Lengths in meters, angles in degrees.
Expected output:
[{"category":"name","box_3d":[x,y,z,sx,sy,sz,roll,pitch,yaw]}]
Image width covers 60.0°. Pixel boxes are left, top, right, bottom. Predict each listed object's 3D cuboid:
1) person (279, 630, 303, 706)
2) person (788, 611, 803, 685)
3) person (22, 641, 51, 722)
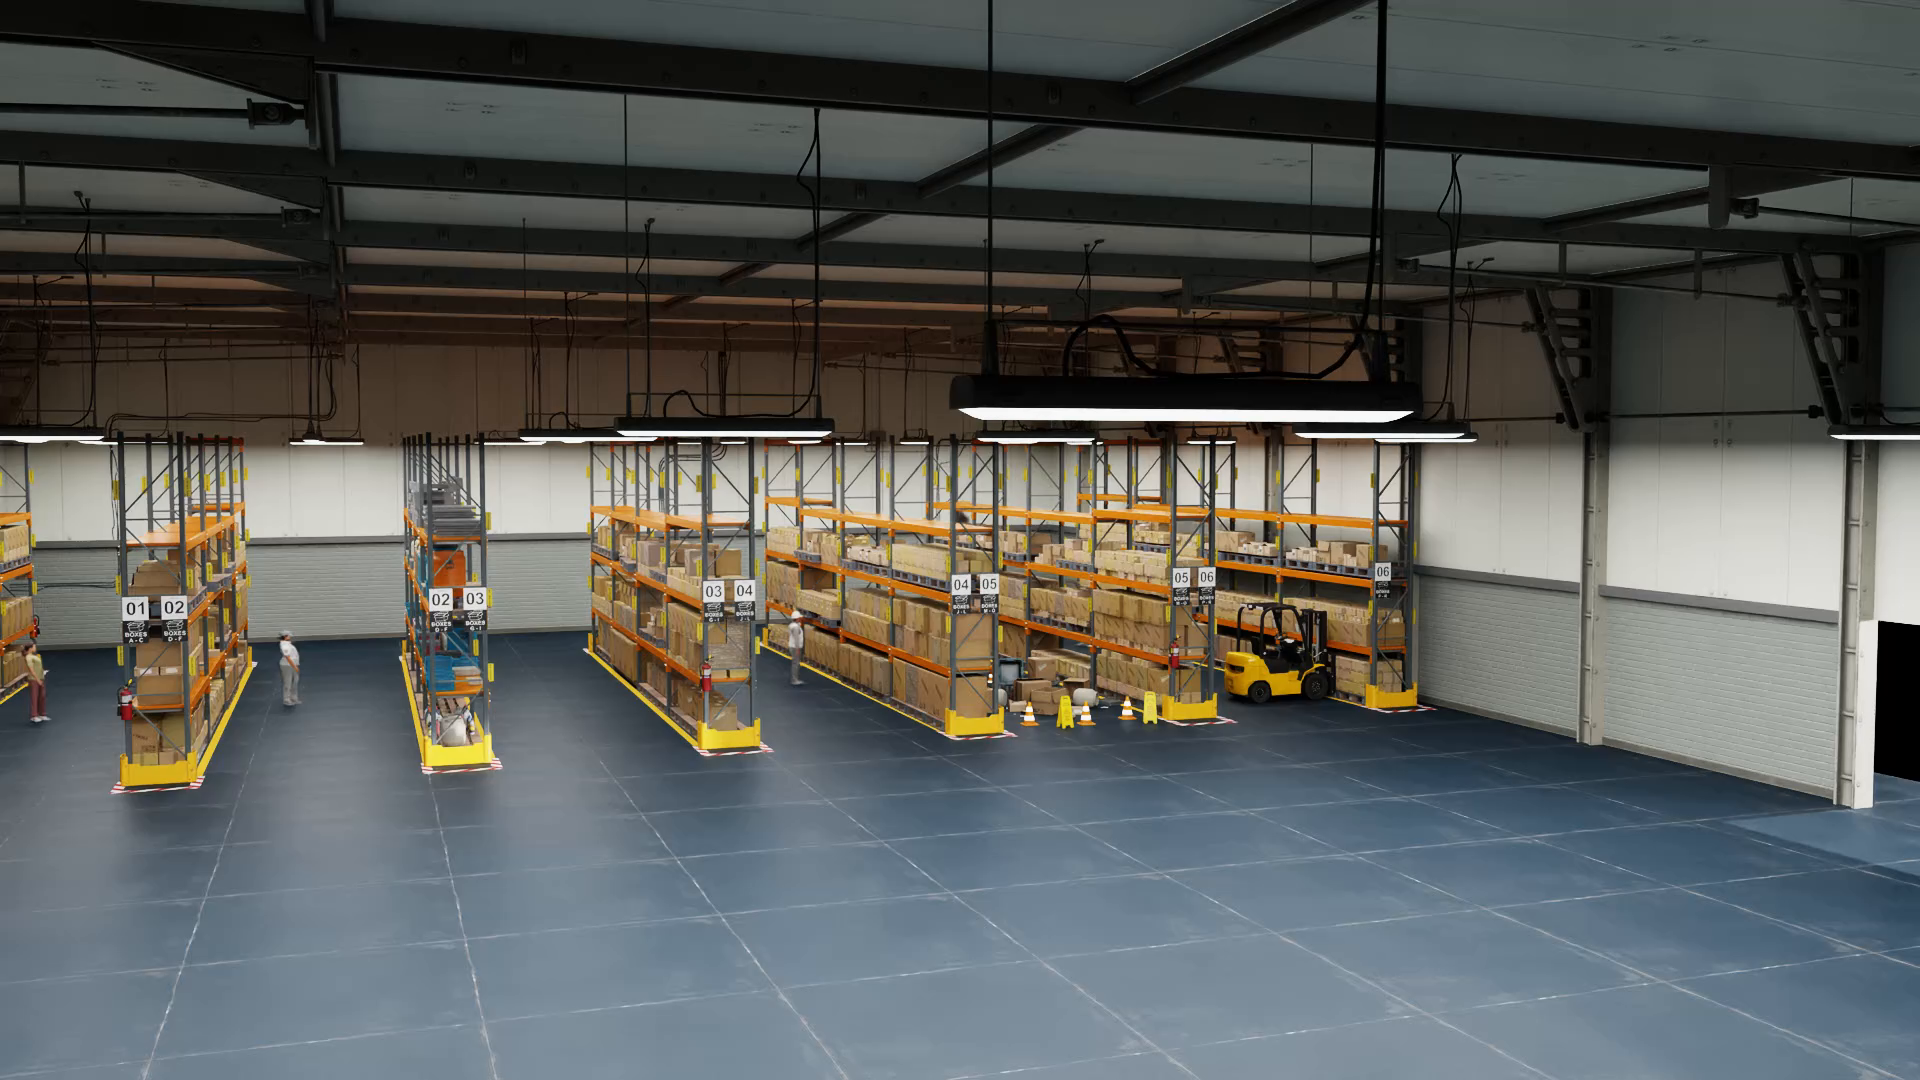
[{"category":"person","box_3d":[-14.913,2.852,37.075,0.536,1.688,0.548,0,3,5]},{"category":"person","box_3d":[-3.977,2.603,40.216,0.366,1.781,0.561,-1,3,-9]},{"category":"person","box_3d":[-19.344,2.969,34.829,0.493,1.704,0.517,0,3,4]}]
